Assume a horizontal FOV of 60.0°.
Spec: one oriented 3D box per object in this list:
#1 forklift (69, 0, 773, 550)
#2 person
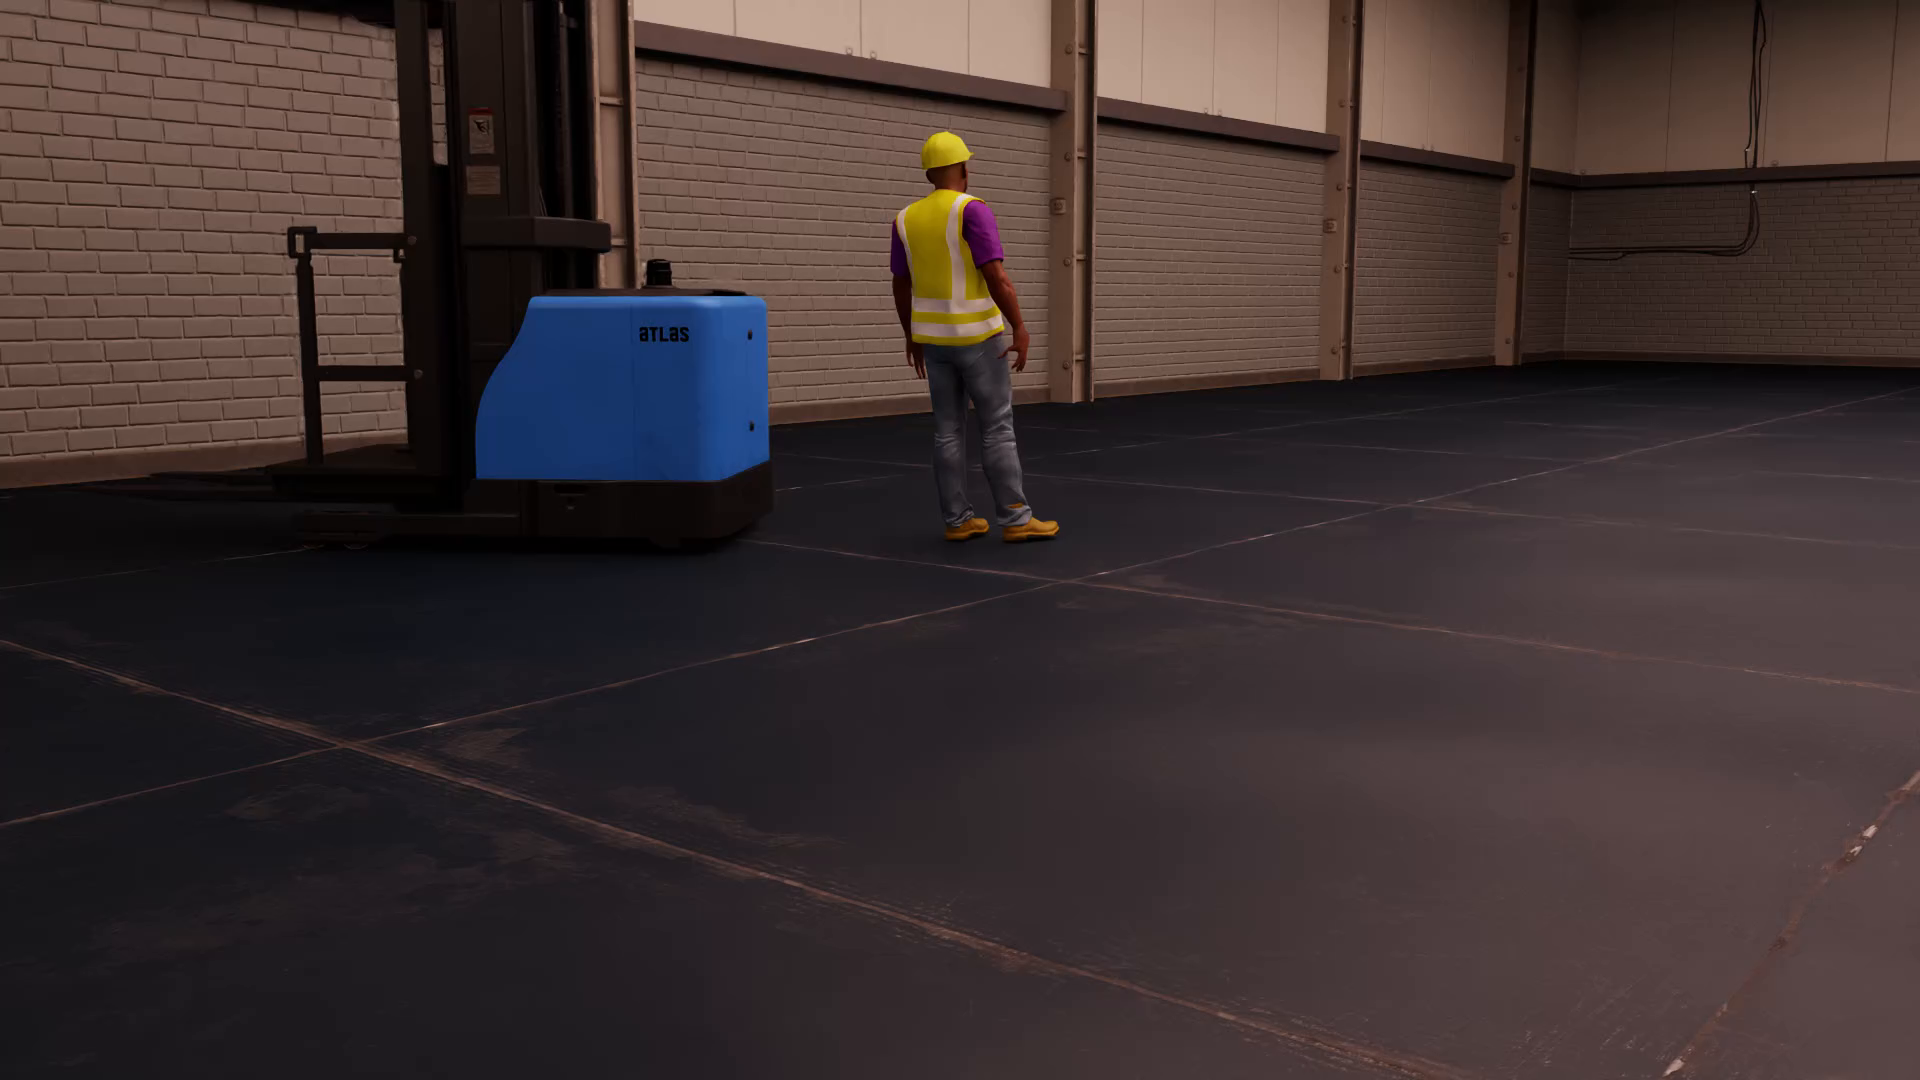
[{"bbox_3d":[-2.437,-1.481,7.405,3.031,2.935,1.130,1,8,6],"label":"forklift"},{"bbox_3d":[0.048,-0.888,7.327,0.665,1.769,0.574,7,11,38],"label":"person"}]
